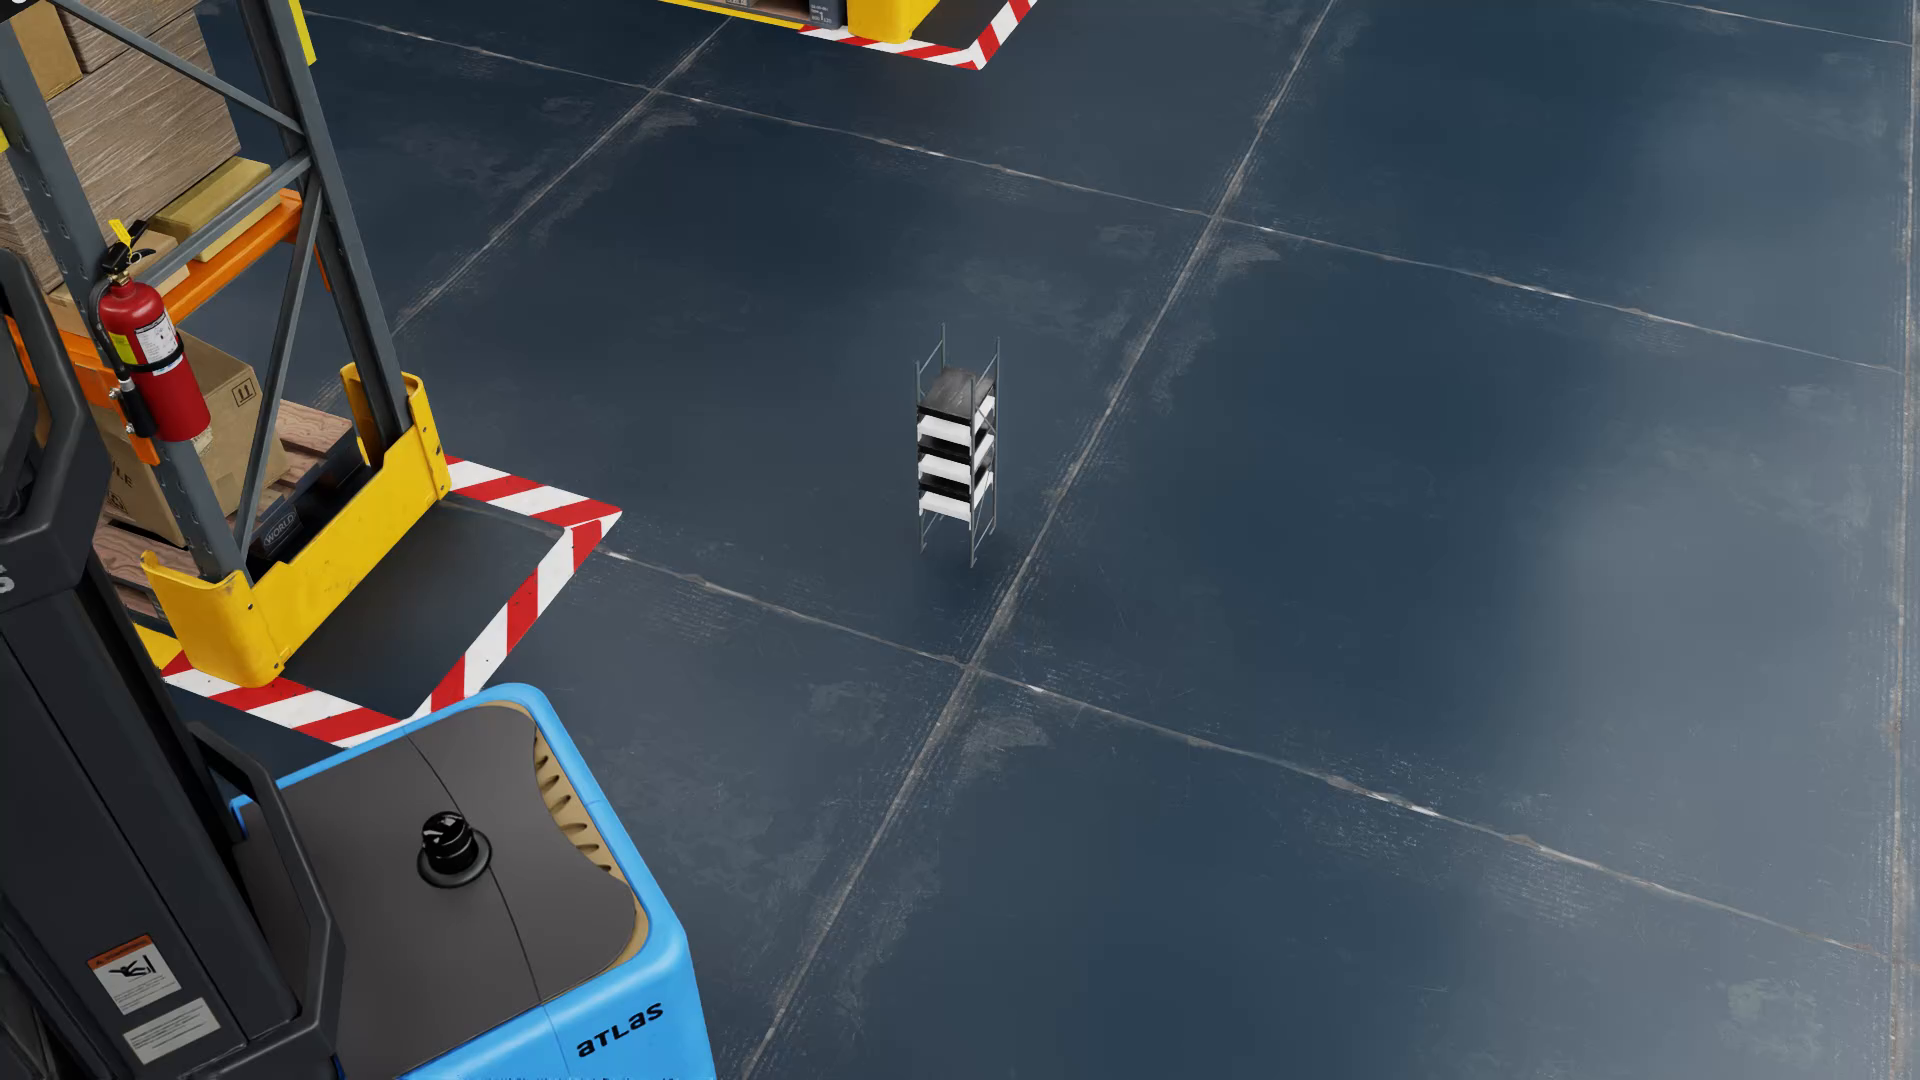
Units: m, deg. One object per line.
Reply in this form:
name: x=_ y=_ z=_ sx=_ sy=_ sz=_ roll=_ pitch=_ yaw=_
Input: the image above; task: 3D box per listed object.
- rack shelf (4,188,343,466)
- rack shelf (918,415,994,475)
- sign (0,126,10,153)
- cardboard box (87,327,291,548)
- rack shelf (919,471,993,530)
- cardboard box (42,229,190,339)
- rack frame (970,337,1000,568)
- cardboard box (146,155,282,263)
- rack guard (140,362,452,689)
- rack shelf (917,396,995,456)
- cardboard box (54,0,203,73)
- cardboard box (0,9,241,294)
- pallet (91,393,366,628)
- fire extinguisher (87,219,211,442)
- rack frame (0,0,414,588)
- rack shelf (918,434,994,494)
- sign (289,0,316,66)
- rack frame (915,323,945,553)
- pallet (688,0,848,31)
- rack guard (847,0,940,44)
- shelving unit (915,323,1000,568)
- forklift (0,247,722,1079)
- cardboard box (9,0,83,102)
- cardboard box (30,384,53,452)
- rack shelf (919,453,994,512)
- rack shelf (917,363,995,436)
rack shelf: x=-4.115 y=-1.231 z=5.871 sx=4.000 sy=0.370 sz=1.077 roll=16 pitch=47 yaw=16
rack shelf: x=-0.007 y=-0.361 z=5.895 sx=0.200 sy=0.077 sz=0.258 roll=16 pitch=47 yaw=16
sign: x=-2.501 y=-1.110 z=4.194 sx=0.005 sy=0.325 sz=0.100 roll=16 pitch=47 yaw=16
cardboard box: x=-2.839 y=-0.386 z=5.986 sx=0.500 sy=0.500 sz=0.500 roll=25 pitch=50 yaw=23
rack shelf: x=-0.007 y=-0.170 z=6.085 sx=0.200 sy=0.077 sz=0.258 roll=16 pitch=47 yaw=16
cardboard box: x=-2.611 y=-0.797 z=5.103 sx=0.250 sy=0.149 sz=0.380 roll=16 pitch=47 yaw=16
rack frame: x=0.086 y=-0.294 z=5.907 sx=0.006 sy=0.900 sz=0.240 roll=16 pitch=47 yaw=16
cardboard box: x=-2.440 y=-1.087 z=5.394 sx=0.250 sy=0.149 sz=0.380 roll=16 pitch=47 yaw=16
rack guard: x=-2.339 y=-0.078 z=5.974 sx=0.348 sy=0.500 sz=1.175 roll=16 pitch=47 yaw=16
rack shelf: x=-0.007 y=-0.425 z=5.831 sx=0.200 sy=0.077 sz=0.258 roll=16 pitch=47 yaw=16
cardboard box: x=-2.671 y=-1.765 z=4.907 sx=0.500 sy=0.500 sz=0.500 roll=16 pitch=47 yaw=16
cardboard box: x=-2.766 y=-1.251 z=5.099 sx=0.500 sy=0.500 sz=0.875 roll=16 pitch=47 yaw=16
pallet: x=-3.075 y=-0.219 z=6.320 sx=1.213 sy=0.211 sz=1.003 roll=16 pitch=47 yaw=16
fire extinguisher: x=-2.341 y=-0.585 z=4.766 sx=0.183 sy=0.674 sz=0.296 roll=16 pitch=47 yaw=16
rack frame: x=-2.269 y=-0.943 z=5.071 sx=0.127 sy=3.000 sz=1.000 roll=16 pitch=47 yaw=16
rack shelf: x=-0.007 y=-0.298 z=5.958 sx=0.200 sy=0.077 sz=0.258 roll=16 pitch=47 yaw=16
sign: x=-2.060 y=-1.603 z=5.121 sx=0.005 sy=0.325 sz=0.100 roll=16 pitch=47 yaw=16
rack frame: x=-0.101 y=-0.349 z=5.963 sx=0.006 sy=0.900 sz=0.240 roll=16 pitch=47 yaw=16
pallet: x=-1.034 y=-3.322 z=9.439 sx=1.213 sy=0.211 sz=1.003 roll=16 pitch=47 yaw=16
rack guard: x=-0.244 y=-3.252 z=9.164 sx=0.348 sy=0.500 sz=1.175 roll=16 pitch=47 yaw=16
shelving unit: x=-0.007 y=-0.321 z=5.935 sx=0.210 sy=0.900 sz=0.258 roll=16 pitch=47 yaw=16
forklift: x=-2.136 y=0.917 z=3.250 sx=3.031 sy=2.935 sz=1.130 roll=-24 pitch=50 yaw=-22
cardboard box: x=-2.872 y=-1.427 z=4.567 sx=0.500 sy=0.500 sz=0.500 roll=16 pitch=47 yaw=16
cardboard box: x=-3.404 y=-0.526 z=6.127 sx=0.500 sy=0.500 sz=0.500 roll=29 pitch=52 yaw=26
rack shelf: x=-0.007 y=-0.234 z=6.022 sx=0.200 sy=0.077 sz=0.258 roll=16 pitch=47 yaw=16
rack shelf: x=-0.007 y=-0.489 z=5.768 sx=0.200 sy=0.077 sz=0.258 roll=16 pitch=47 yaw=16
